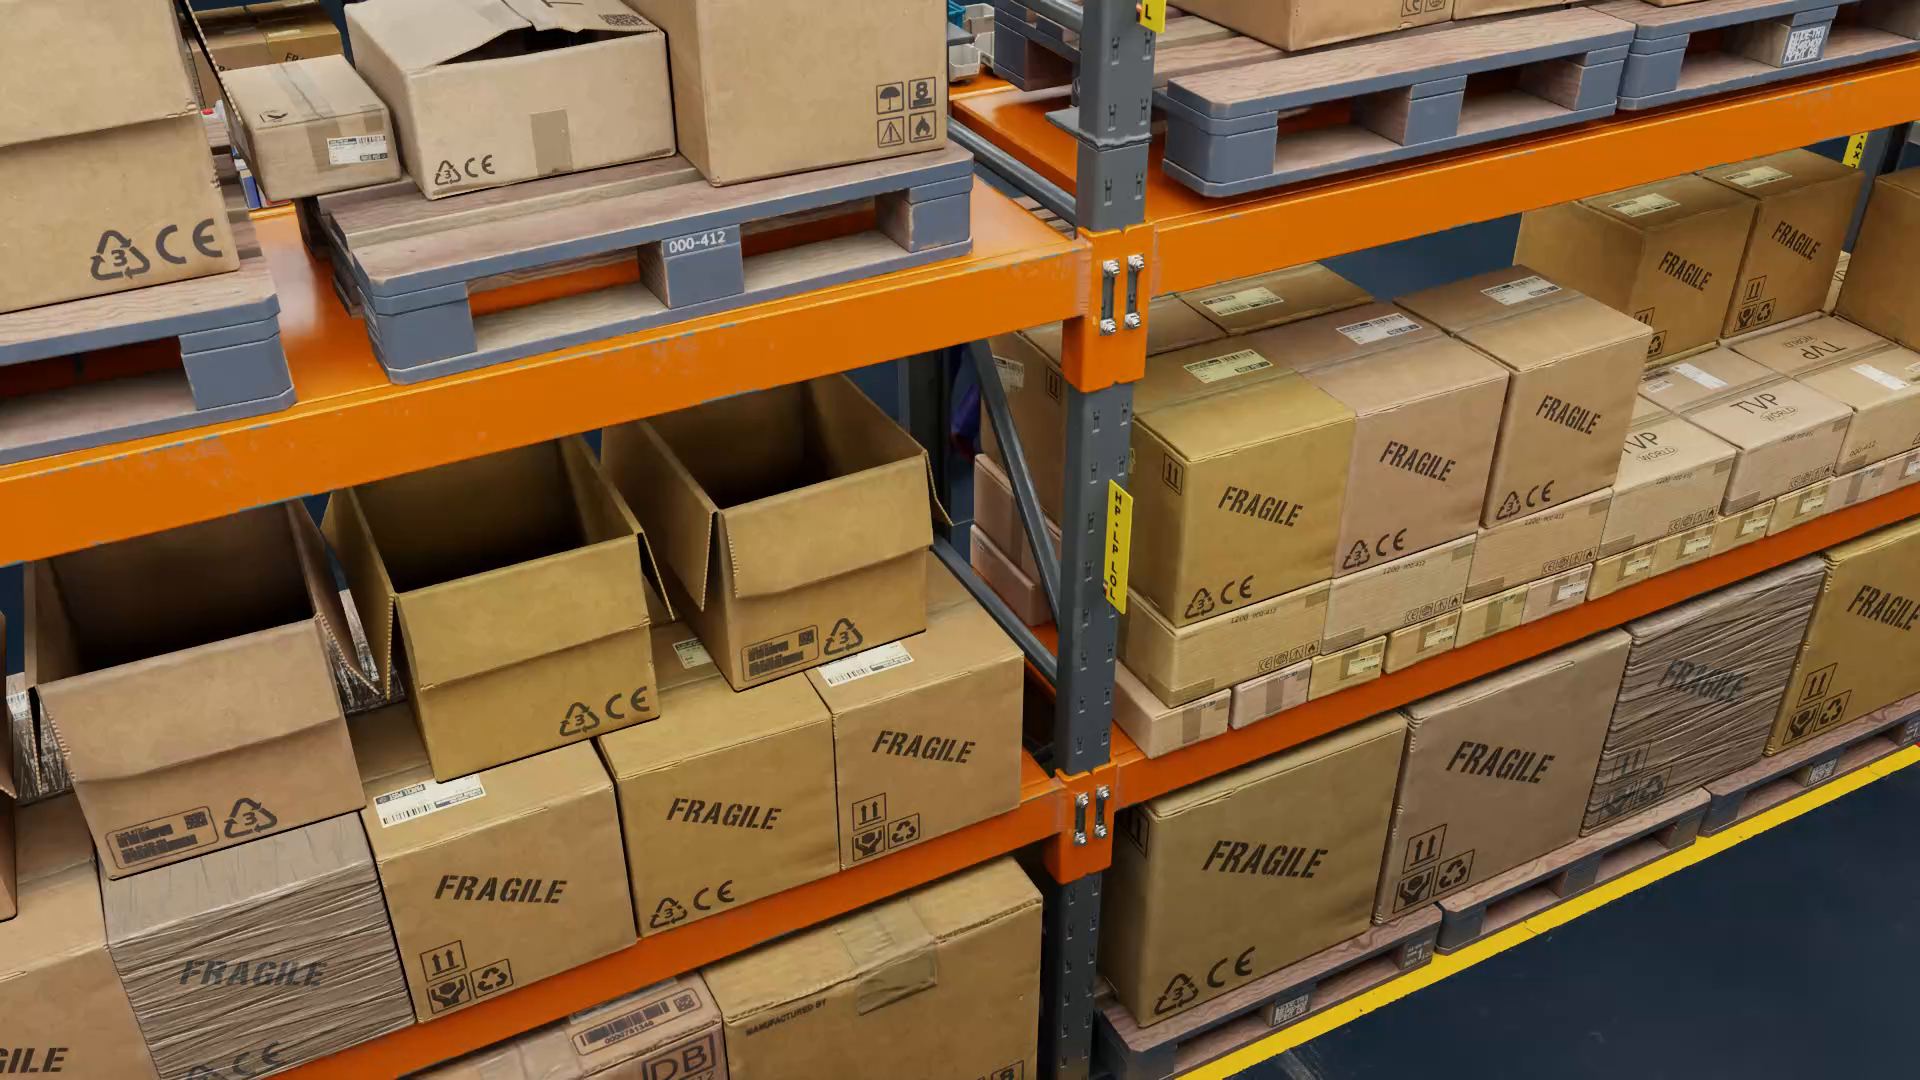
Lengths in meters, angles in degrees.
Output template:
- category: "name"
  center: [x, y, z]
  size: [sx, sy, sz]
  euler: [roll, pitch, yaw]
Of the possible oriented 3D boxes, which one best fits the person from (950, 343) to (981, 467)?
- category: "person"
  center: [0.011, -1.117, 7.834]
  size: [0.434, 1.670, 0.514]
  euler: [-25, 41, -33]
